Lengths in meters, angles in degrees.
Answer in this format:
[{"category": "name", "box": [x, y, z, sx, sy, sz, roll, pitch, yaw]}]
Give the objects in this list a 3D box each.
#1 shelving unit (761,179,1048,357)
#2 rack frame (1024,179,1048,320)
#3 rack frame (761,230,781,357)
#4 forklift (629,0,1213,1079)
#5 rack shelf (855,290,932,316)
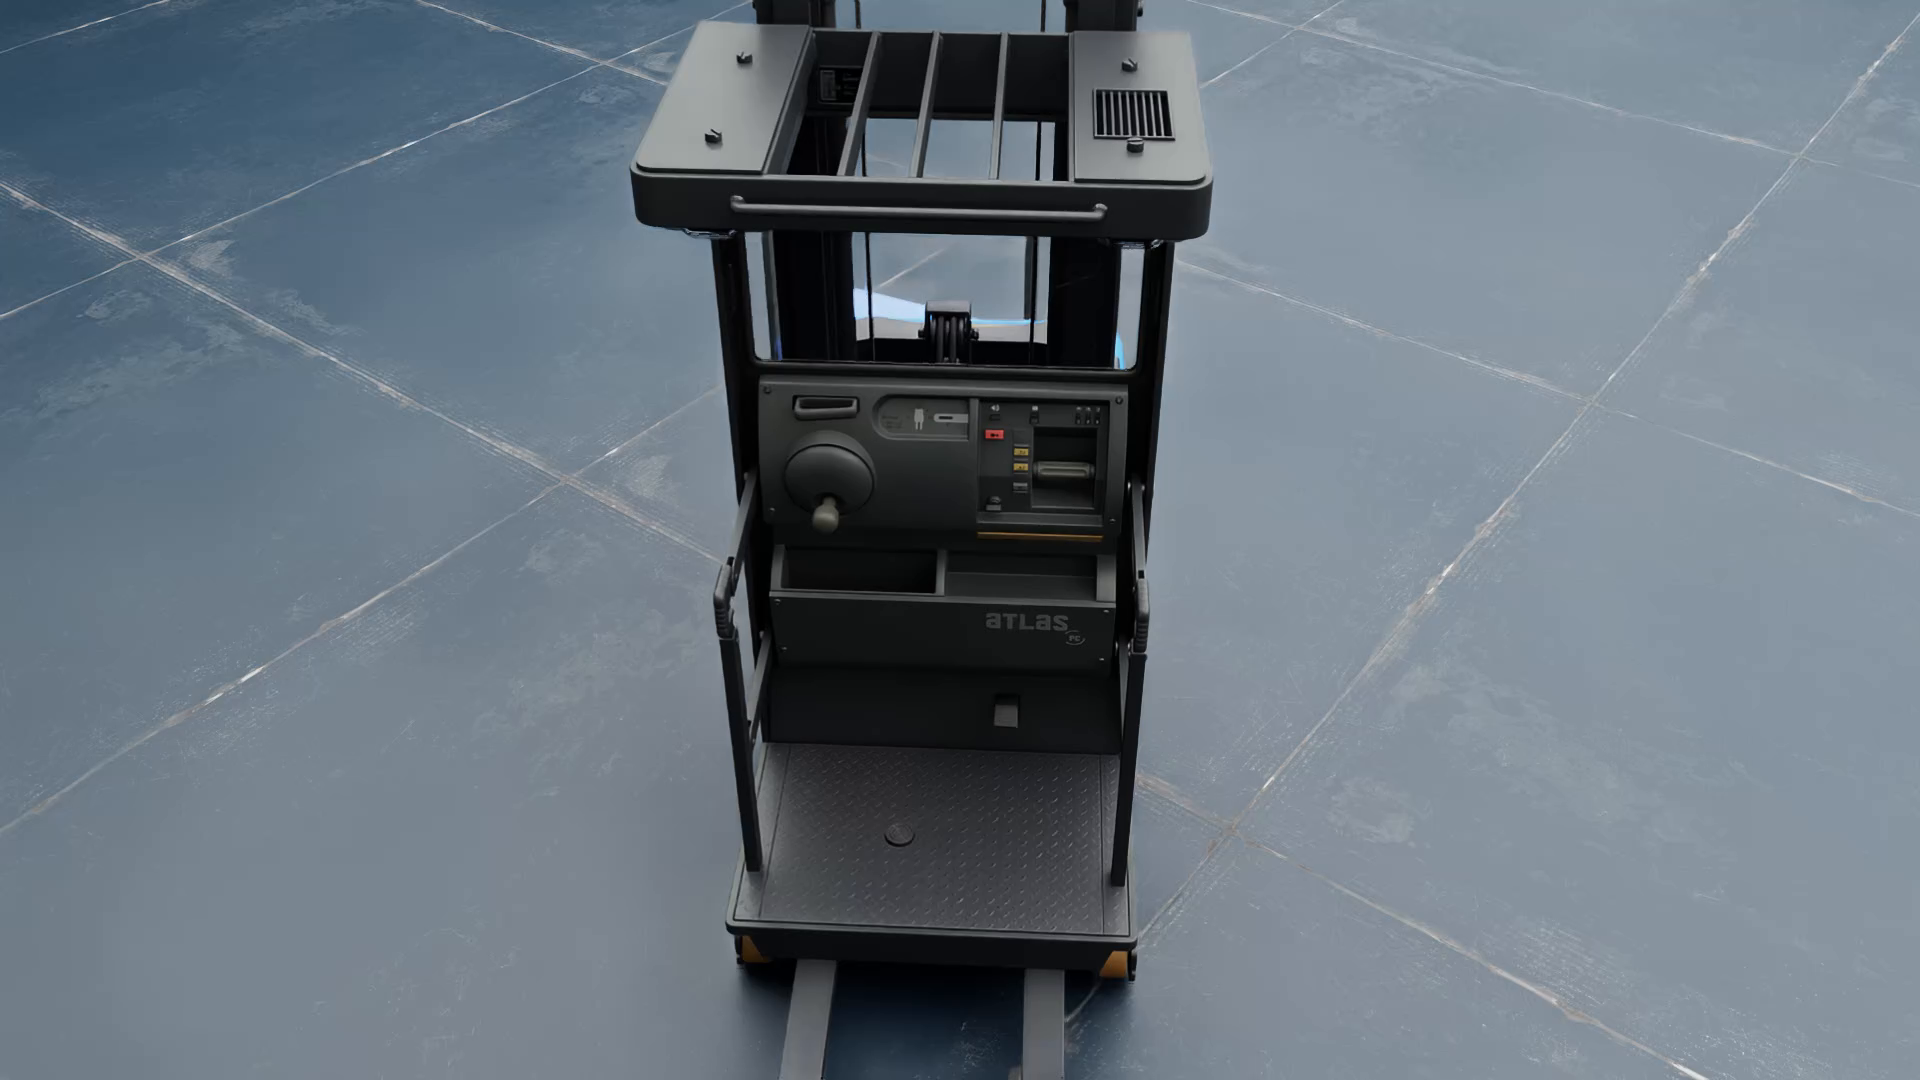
[{"category": "shelving unit", "box": [-0.120, -0.804, 6.060, 1.048, 1.500, 0.500, 17, 41, 20]}, {"category": "rack frame", "box": [0.336, -0.666, 5.883, 0.032, 1.500, 0.500, 17, 41, 20]}, {"category": "rack frame", "box": [-0.577, -0.942, 6.236, 0.032, 1.500, 0.500, 17, 41, 20]}, {"category": "forklift", "box": [-0.054, -0.134, 4.044, 1.130, 2.935, 3.031, 2, 38, 2]}, {"category": "rack shelf", "box": [-0.120, -0.700, 6.141, 0.952, 0.062, 0.459, 17, 41, 20]}]
